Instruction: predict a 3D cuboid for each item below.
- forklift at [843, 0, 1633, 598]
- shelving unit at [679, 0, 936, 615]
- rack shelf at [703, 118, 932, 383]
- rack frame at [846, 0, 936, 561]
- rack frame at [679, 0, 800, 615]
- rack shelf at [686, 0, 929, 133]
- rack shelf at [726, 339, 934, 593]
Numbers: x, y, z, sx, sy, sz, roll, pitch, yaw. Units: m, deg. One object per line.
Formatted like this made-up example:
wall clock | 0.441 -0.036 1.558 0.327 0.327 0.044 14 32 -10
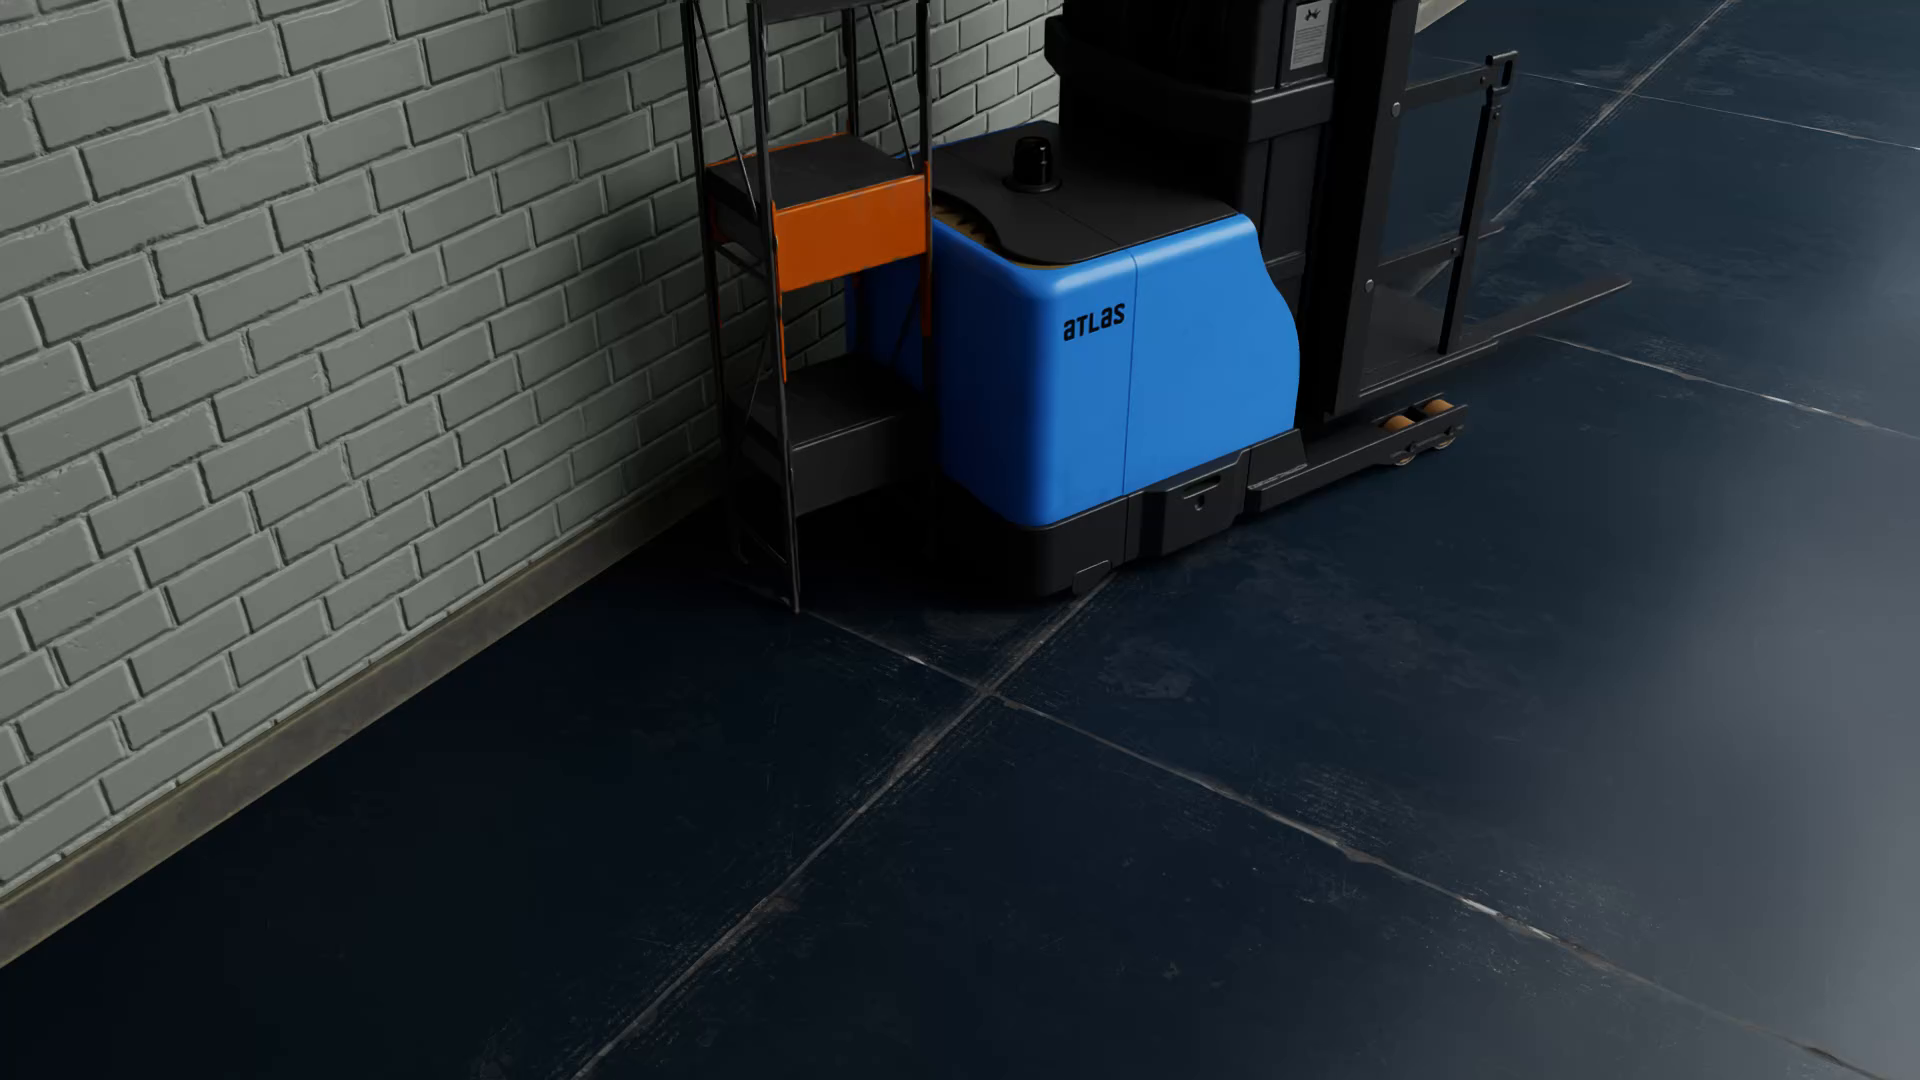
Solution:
forklift | 1.124 -1.687 5.128 3.031 2.935 1.130 -21 39 -28
shelving unit | -0.395 -0.820 4.589 0.503 2.100 0.431 -21 39 -28
rack shelf | -0.395 -0.809 4.596 0.480 0.518 0.431 -21 39 -28
rack frame | -0.195 -0.898 4.704 0.015 2.100 0.400 -21 39 -28
rack frame | -0.595 -0.742 4.473 0.015 2.100 0.400 -21 39 -28
rack shelf | -0.395 -1.389 4.204 0.480 0.518 0.431 -21 39 -28
rack shelf | -0.395 -0.229 4.988 0.480 0.518 0.431 -21 39 -28
